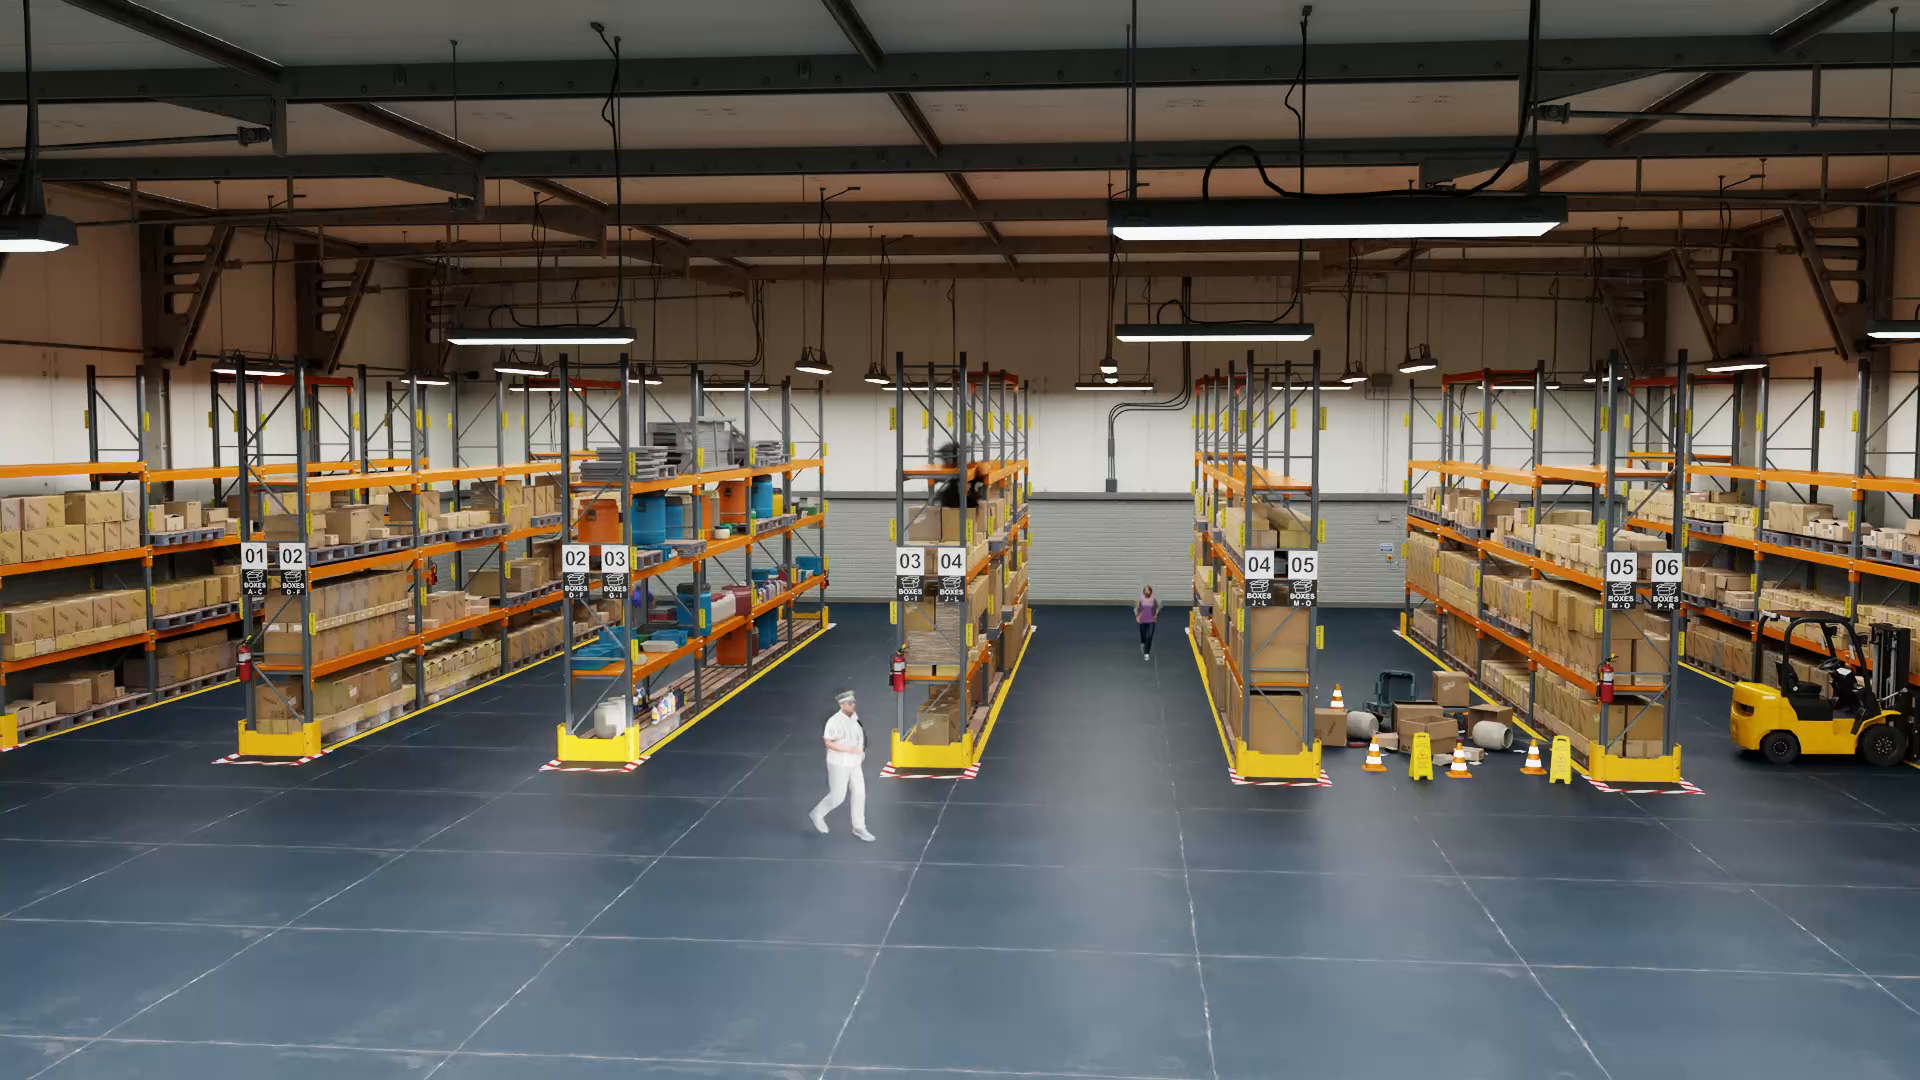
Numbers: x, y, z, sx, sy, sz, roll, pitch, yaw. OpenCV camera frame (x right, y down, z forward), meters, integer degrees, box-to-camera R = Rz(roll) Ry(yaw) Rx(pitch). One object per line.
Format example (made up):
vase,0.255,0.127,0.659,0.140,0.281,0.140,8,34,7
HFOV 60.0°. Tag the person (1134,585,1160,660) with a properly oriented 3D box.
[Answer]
person,3.964,1.739,35.199,0.542,1.560,0.587,0,4,4

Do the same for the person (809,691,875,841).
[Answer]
person,-1.405,2.696,20.024,0.867,1.806,0.686,3,5,34

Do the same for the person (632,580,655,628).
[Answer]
person,-6.906,1.631,35.904,0.582,1.609,0.623,0,4,-2
